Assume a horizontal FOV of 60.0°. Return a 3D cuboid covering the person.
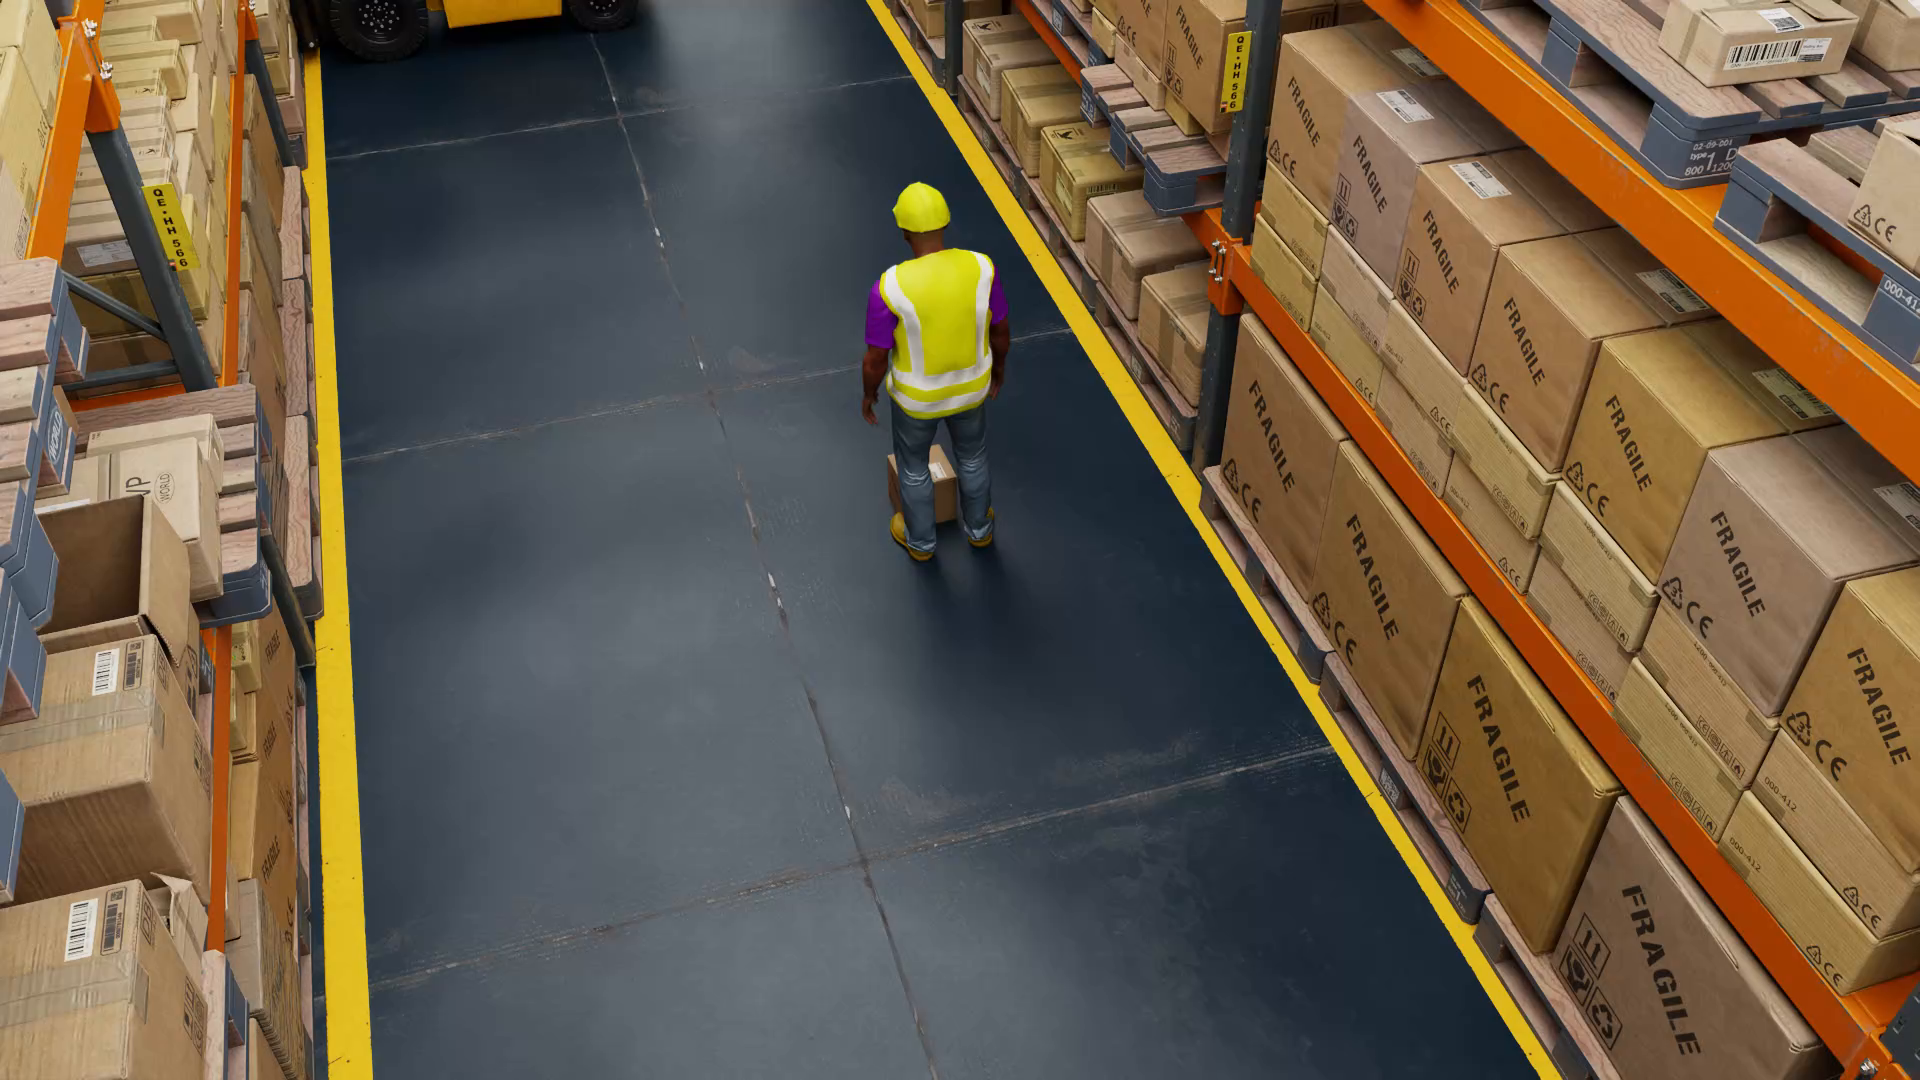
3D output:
[{"bbox_3d":[-0.101,-0.658,6.877,0.638,1.761,0.457,-13,44,-14],"label":"person"}]
